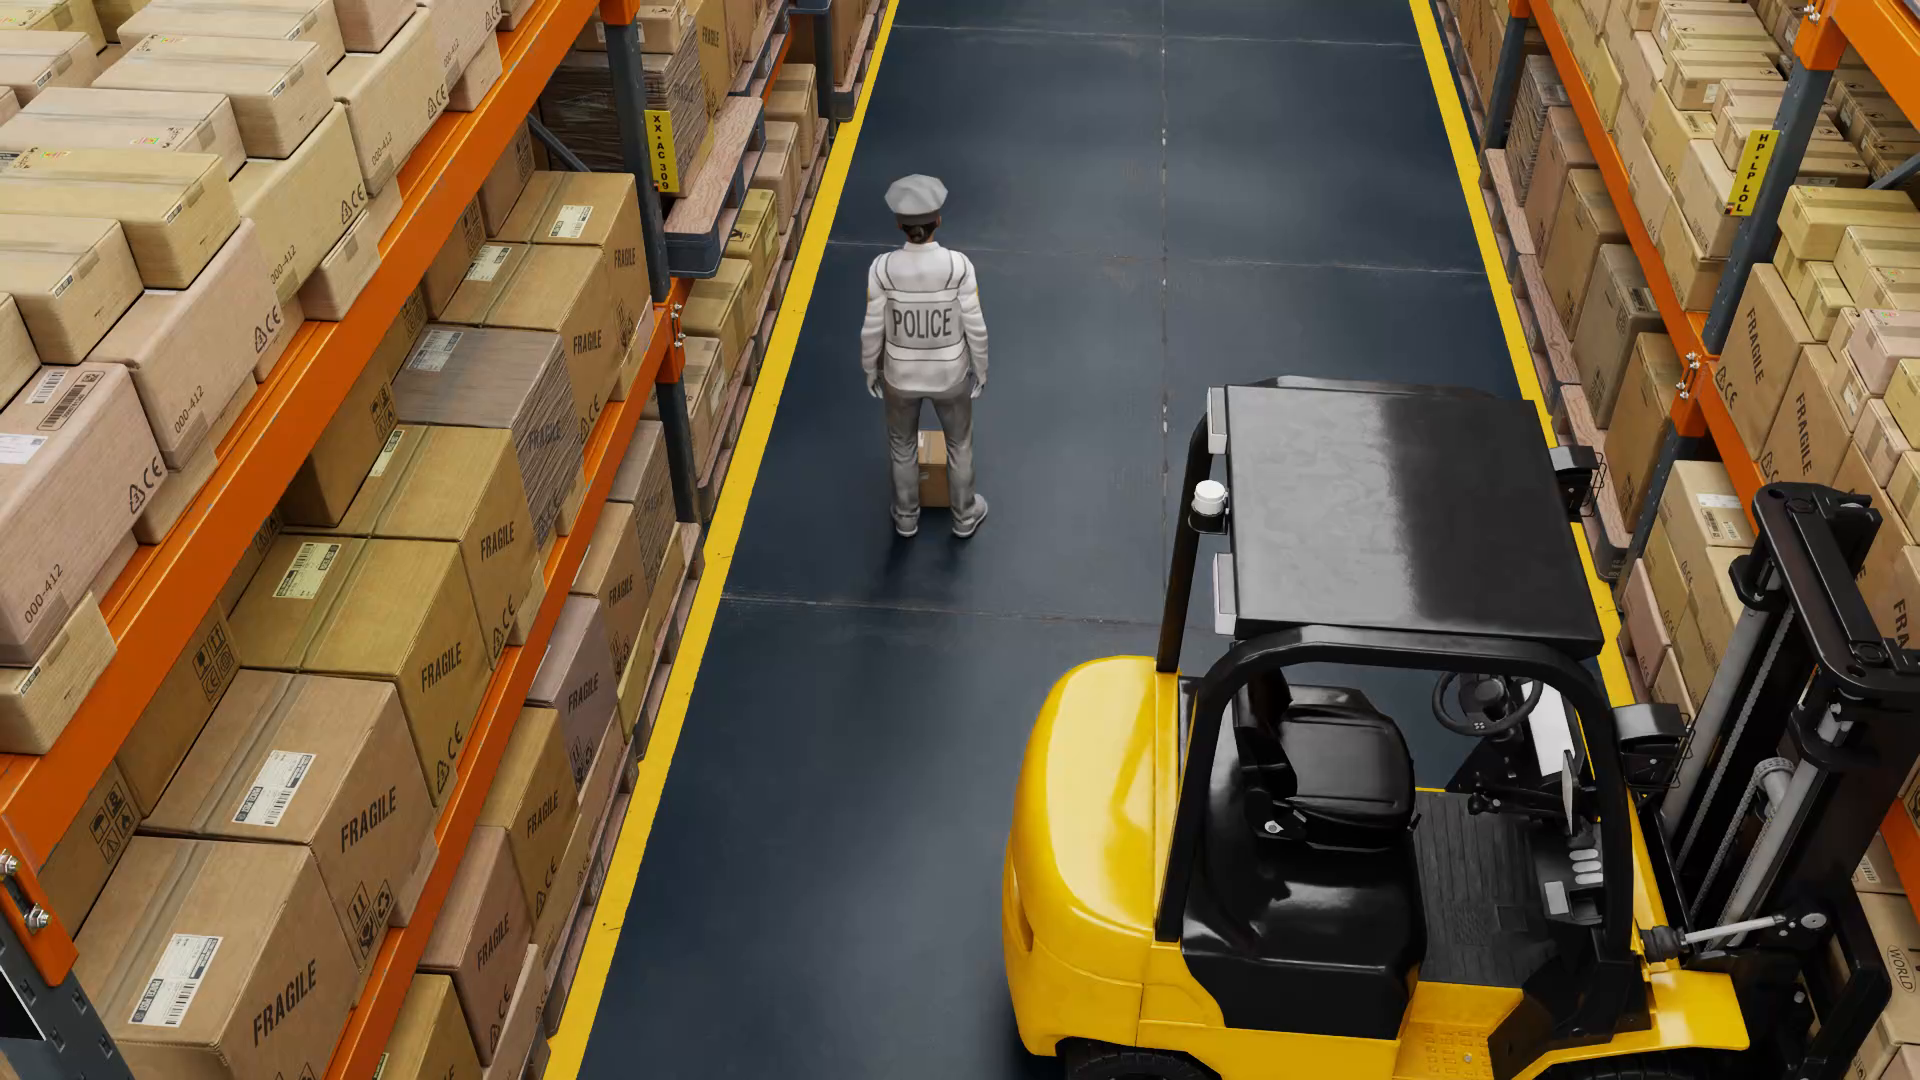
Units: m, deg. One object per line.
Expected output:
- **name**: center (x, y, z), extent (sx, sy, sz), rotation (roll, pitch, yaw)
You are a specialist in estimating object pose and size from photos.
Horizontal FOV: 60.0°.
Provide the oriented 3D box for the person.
- **person**: center (-0.143, -0.708, 6.990), extent (0.535, 1.662, 0.374), rotation (1, 40, 1)
